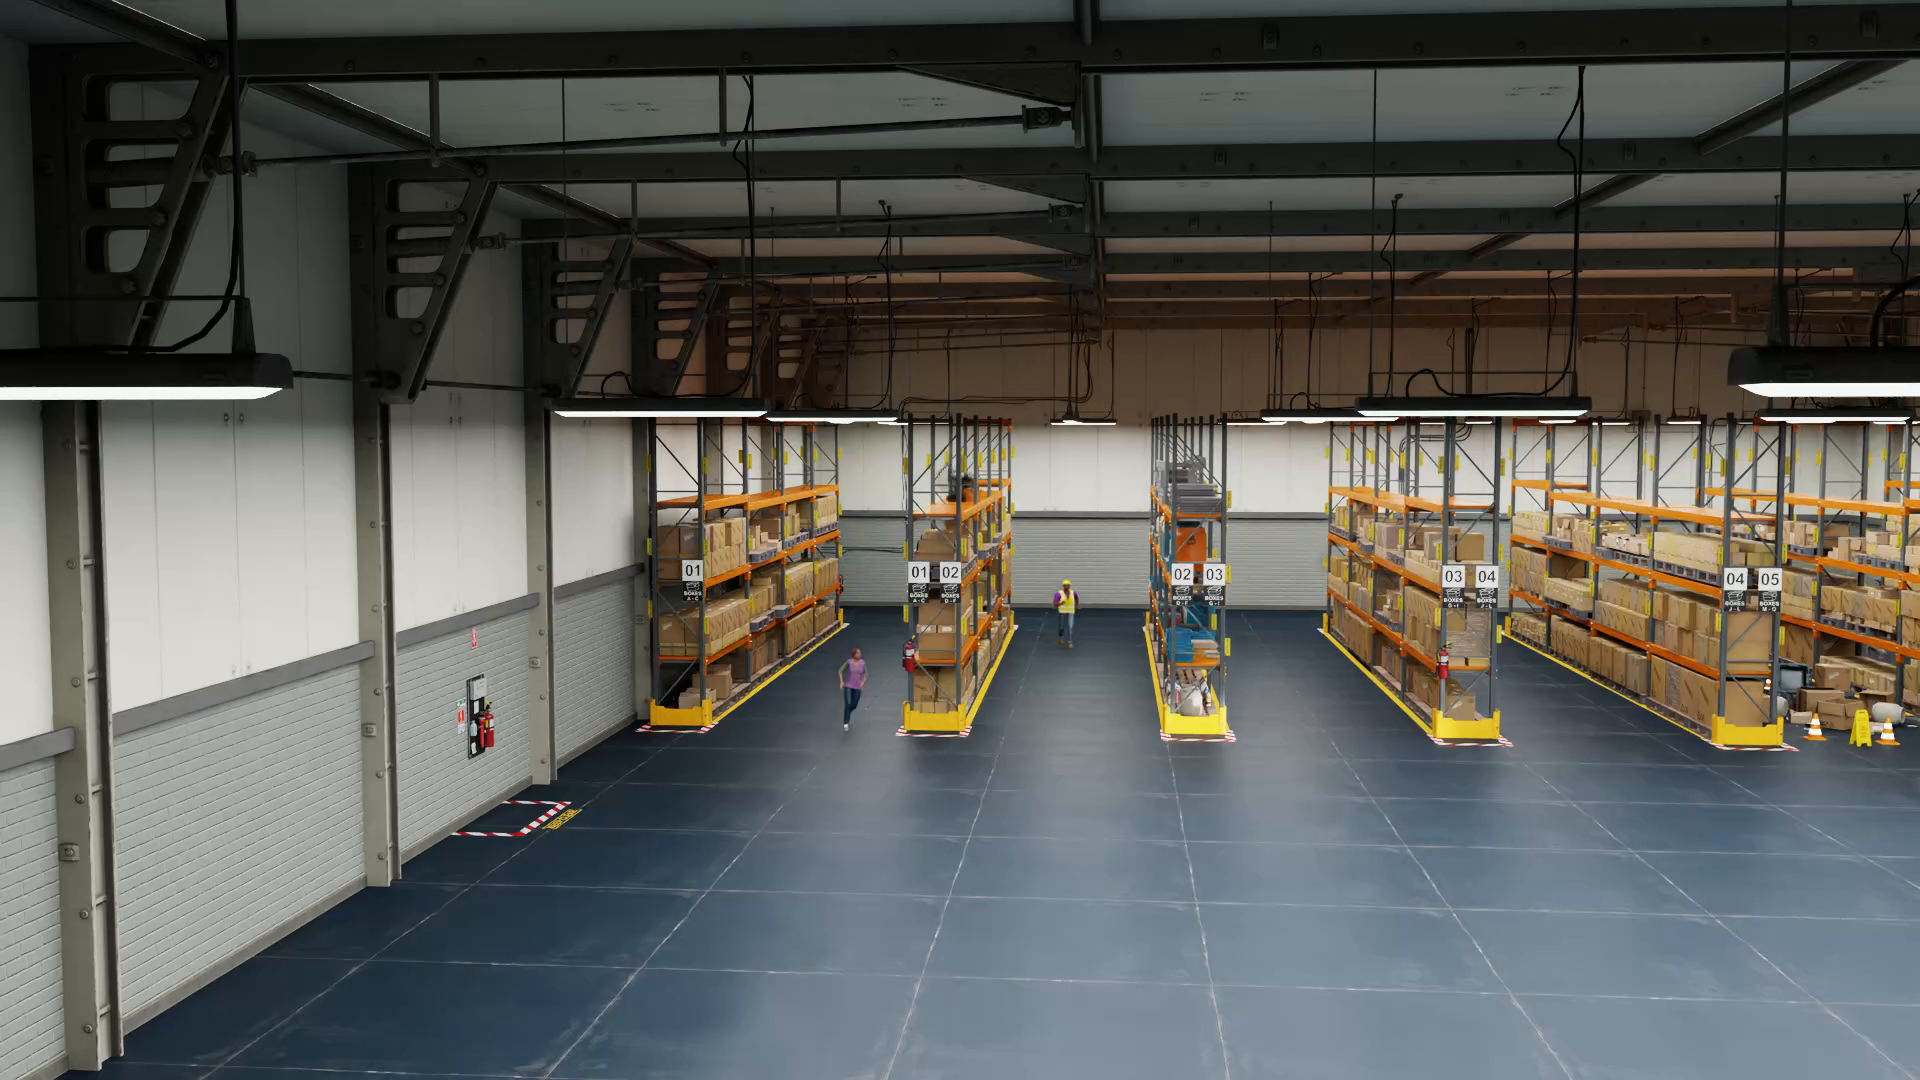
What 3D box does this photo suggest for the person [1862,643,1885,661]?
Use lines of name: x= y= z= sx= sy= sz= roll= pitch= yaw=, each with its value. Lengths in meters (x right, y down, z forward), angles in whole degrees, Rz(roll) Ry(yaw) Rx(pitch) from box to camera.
person: x=21.878 y=2.177 z=39.904 sx=0.681 sy=1.746 sz=0.726 roll=0 pitch=4 yaw=-2

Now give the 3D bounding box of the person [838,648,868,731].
person: x=-2.047 y=2.826 z=31.803 sx=0.580 sy=1.560 sz=0.639 roll=-1 pitch=4 yaw=-13

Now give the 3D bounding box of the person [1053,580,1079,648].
person: x=2.773 y=1.907 z=43.276 sx=0.708 sy=1.745 sz=0.987 roll=0 pitch=4 yaw=-5
